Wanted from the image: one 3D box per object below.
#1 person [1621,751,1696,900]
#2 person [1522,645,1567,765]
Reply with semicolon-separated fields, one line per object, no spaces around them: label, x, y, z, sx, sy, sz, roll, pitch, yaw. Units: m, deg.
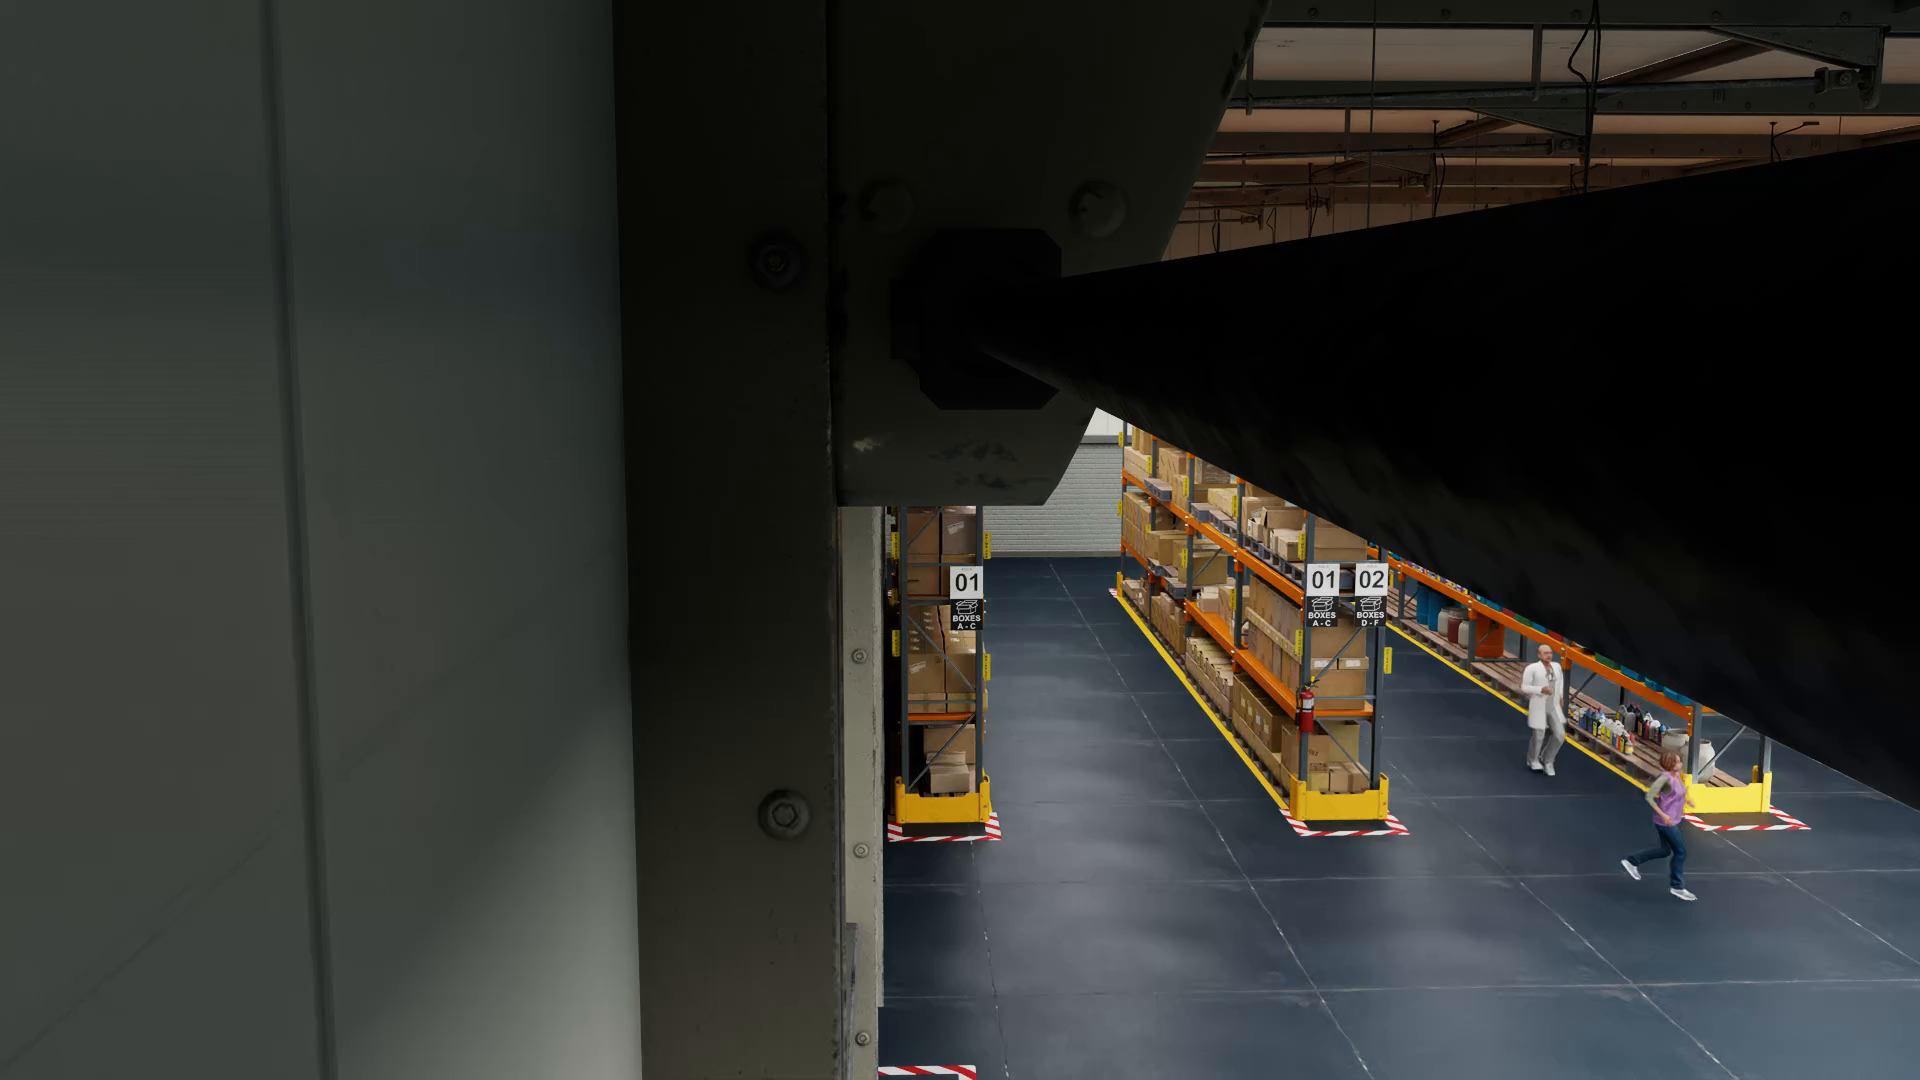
person;7.583;3.045;17.942;0.766;1.600;0.530;5;10;33
person;7.926;2.251;22.459;0.687;1.668;0.714;-1;8;-6
